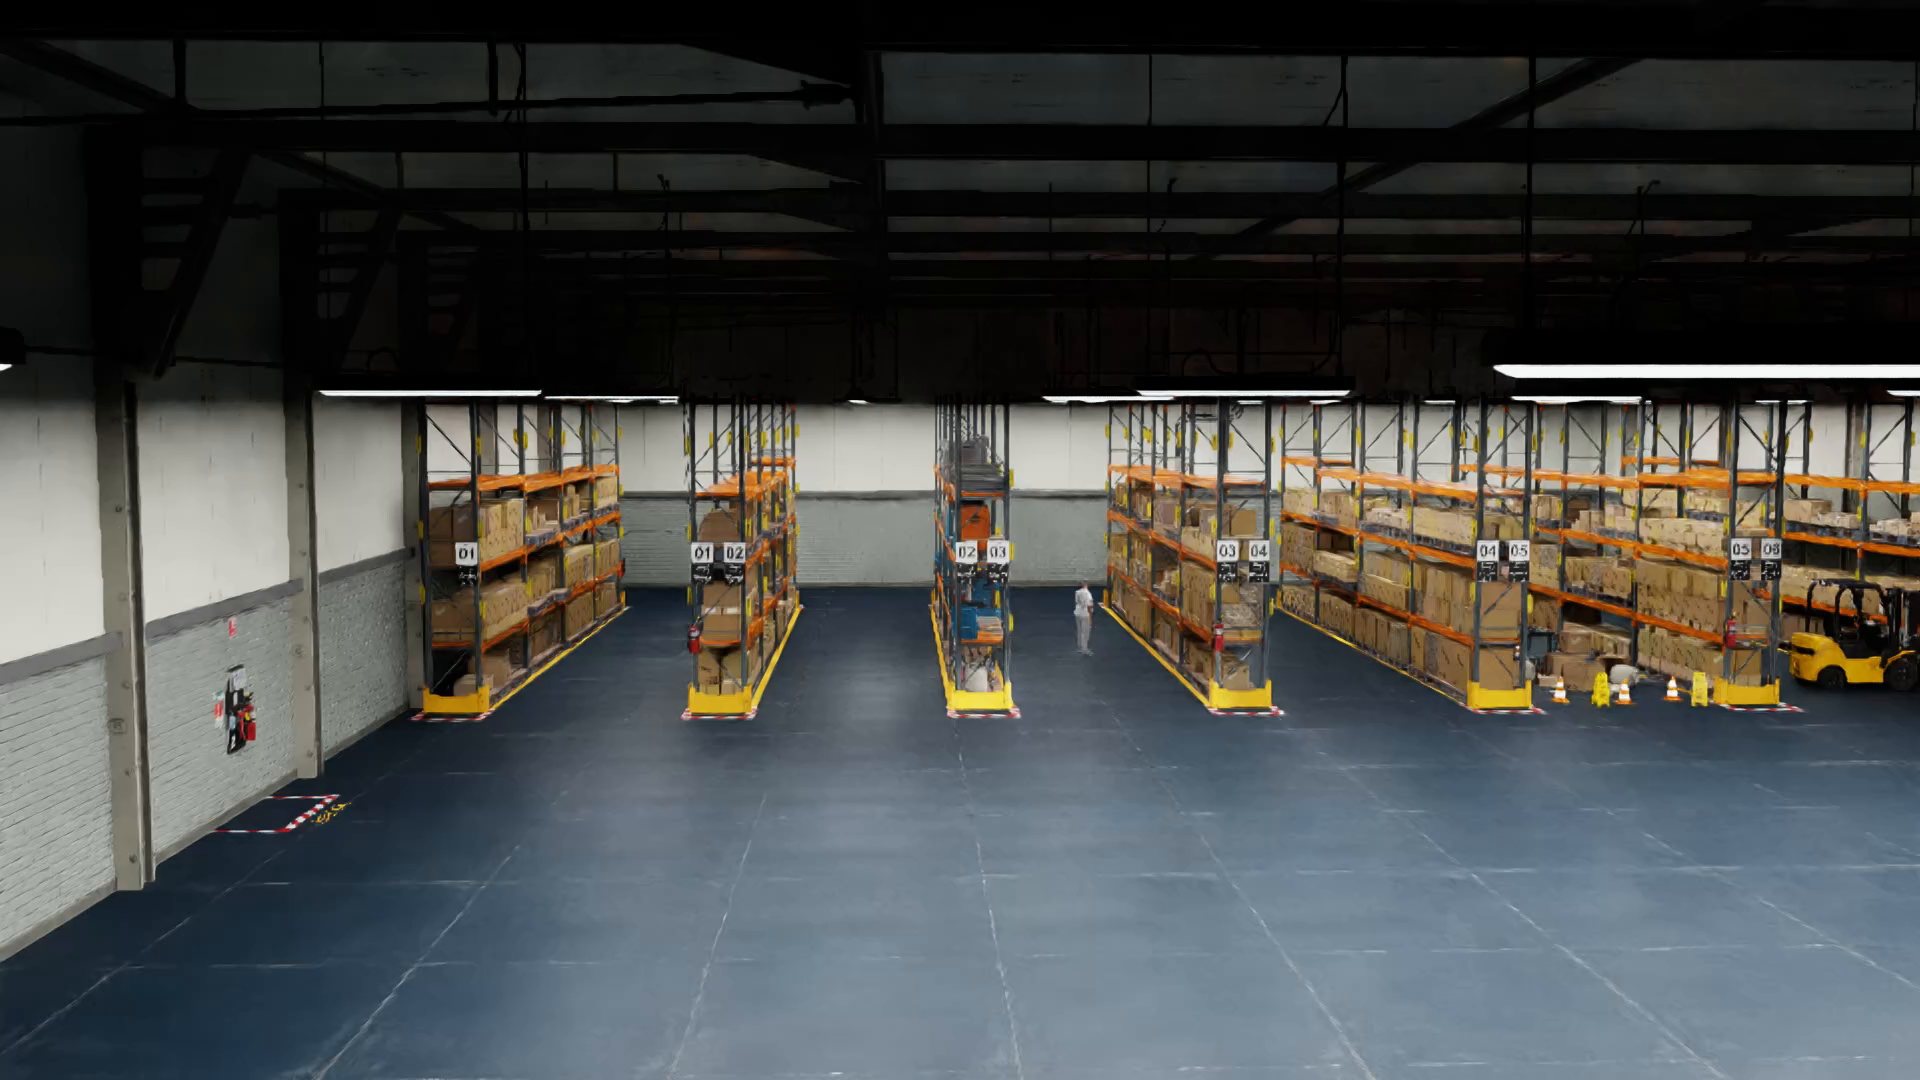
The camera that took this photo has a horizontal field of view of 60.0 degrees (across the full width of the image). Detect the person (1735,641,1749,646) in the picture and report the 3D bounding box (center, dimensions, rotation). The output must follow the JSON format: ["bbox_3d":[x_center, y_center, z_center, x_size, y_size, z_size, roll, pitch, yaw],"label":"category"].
[{"bbox_3d":[16.703,1.962,35.570,0.439,1.787,0.600,-3,5,-33],"label":"person"}]

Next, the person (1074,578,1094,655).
[{"bbox_3d":[2.893,1.760,38.392,0.476,1.759,0.593,-3,5,-31],"label":"person"}]
